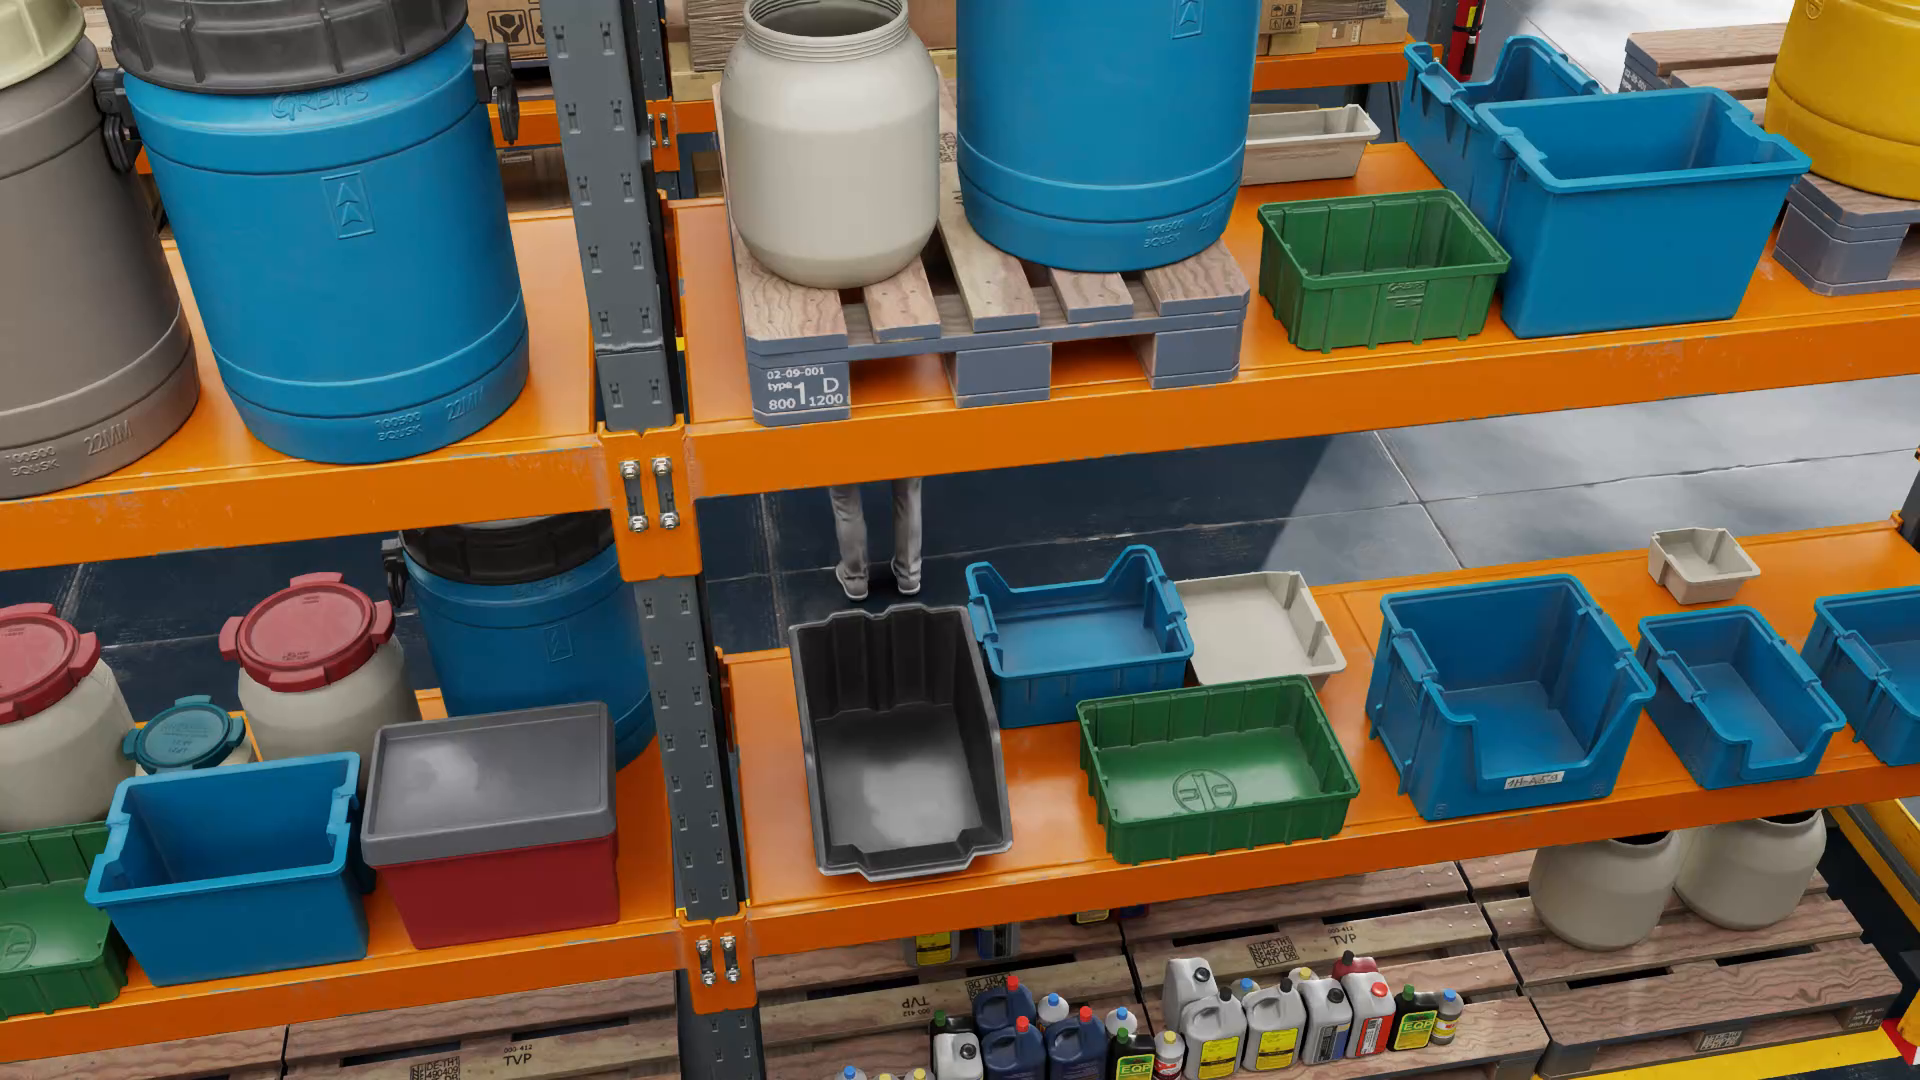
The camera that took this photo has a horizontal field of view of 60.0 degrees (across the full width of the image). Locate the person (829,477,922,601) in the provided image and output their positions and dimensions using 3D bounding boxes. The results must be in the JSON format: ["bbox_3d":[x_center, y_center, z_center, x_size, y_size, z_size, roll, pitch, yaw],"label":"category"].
[{"bbox_3d":[-0.382,-0.491,6.858,0.412,1.551,0.649,-7,39,-9],"label":"person"}]
